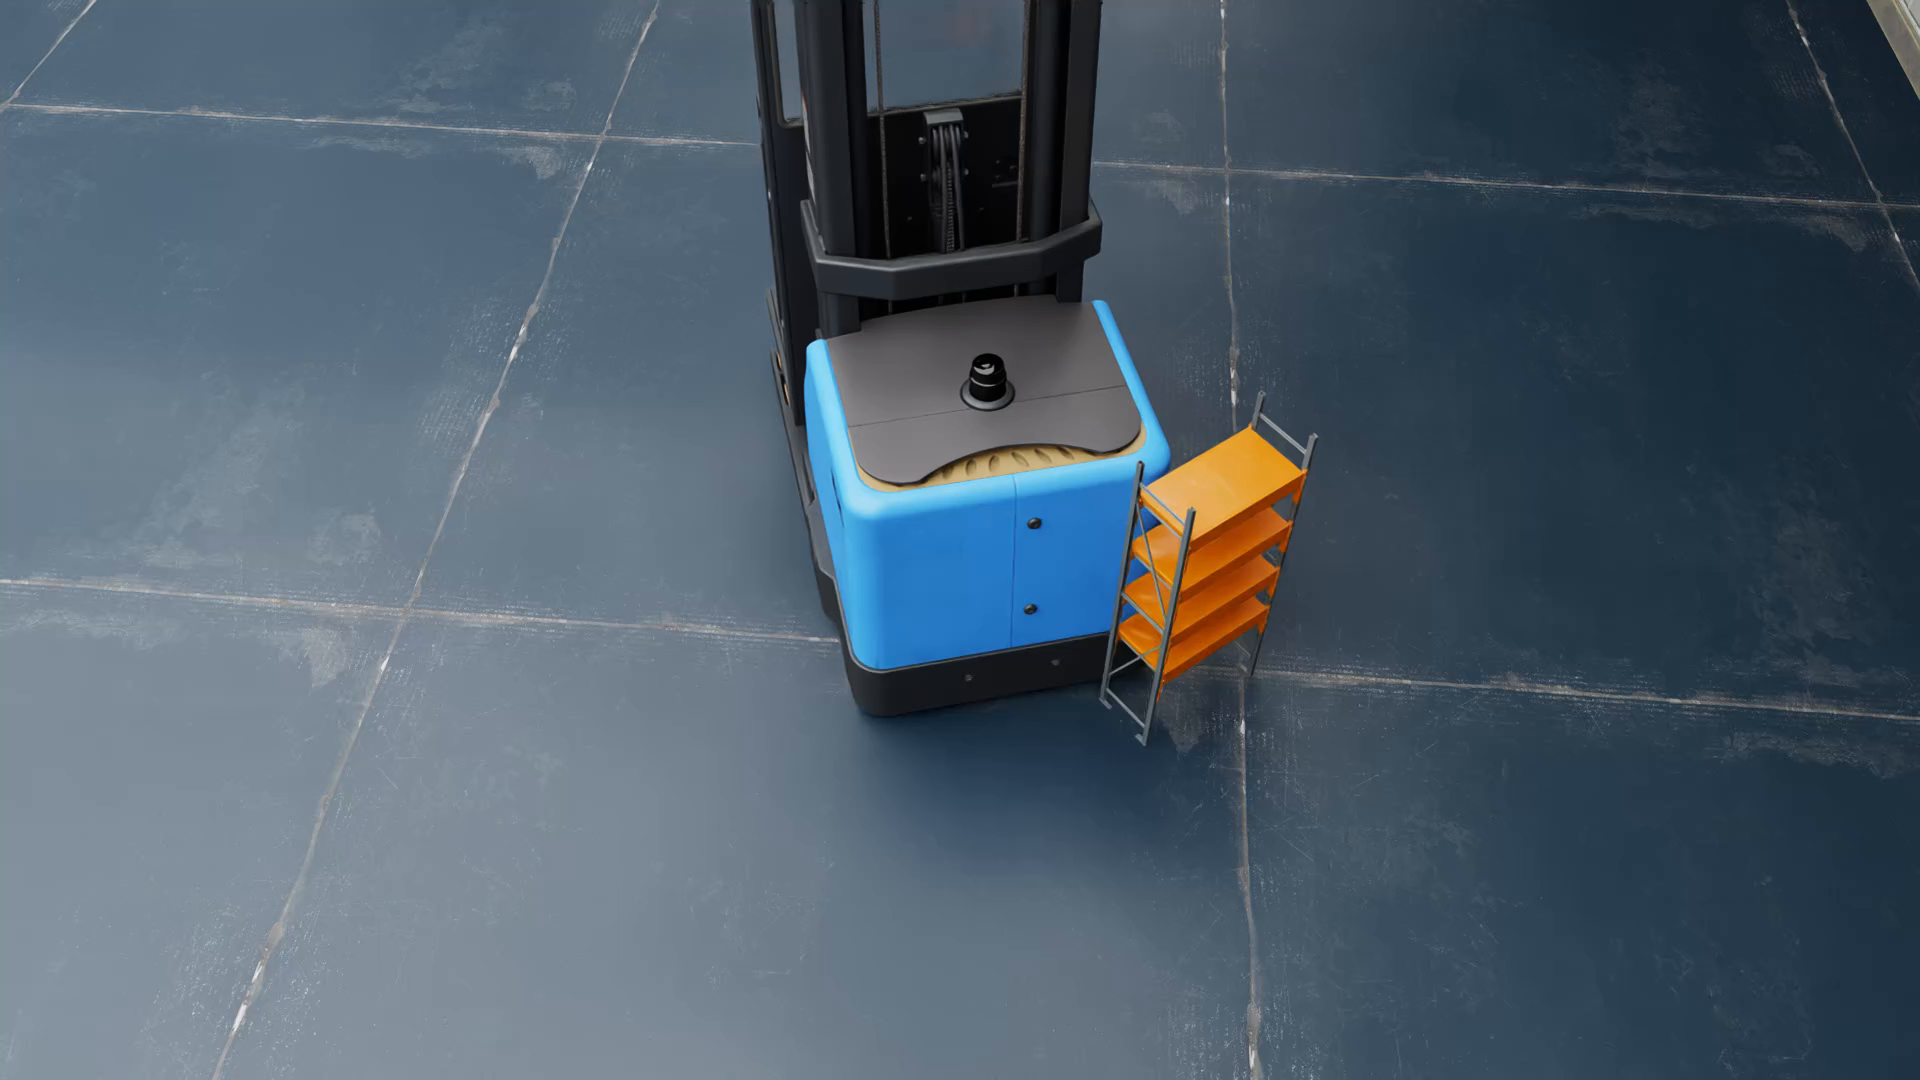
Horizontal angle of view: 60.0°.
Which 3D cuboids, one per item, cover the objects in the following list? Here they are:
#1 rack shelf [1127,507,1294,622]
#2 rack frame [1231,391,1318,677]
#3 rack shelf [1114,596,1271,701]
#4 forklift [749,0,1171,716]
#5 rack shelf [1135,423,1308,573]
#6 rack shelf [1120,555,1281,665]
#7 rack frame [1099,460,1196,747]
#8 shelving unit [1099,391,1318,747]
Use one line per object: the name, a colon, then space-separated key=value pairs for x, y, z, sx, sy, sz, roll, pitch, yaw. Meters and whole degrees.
rack shelf: x=0.772 y=0.022 z=5.197 sx=0.480 sy=0.148 sz=0.258 roll=-29 pitch=57 yaw=-24
rack frame: x=0.962 y=0.014 z=5.416 sx=0.015 sy=1.200 sz=0.240 roll=-29 pitch=57 yaw=-24
rack shelf: x=0.761 y=0.296 z=5.518 sx=0.480 sy=0.148 sz=0.258 roll=-29 pitch=57 yaw=-24
forklift: x=-0.153 y=-1.505 z=5.640 sx=1.130 sy=2.935 sz=3.031 roll=-9 pitch=48 yaw=-8
rack shelf: x=0.779 y=-0.131 z=5.017 sx=0.480 sy=0.148 sz=0.258 roll=-29 pitch=57 yaw=-24
rack shelf: x=0.766 y=0.167 z=5.367 sx=0.480 sy=0.148 sz=0.258 roll=-29 pitch=57 yaw=-24
rack frame: x=0.574 y=0.232 z=5.216 sx=0.015 sy=1.200 sz=0.240 roll=-29 pitch=57 yaw=-24
shelving unit: x=0.768 y=0.123 z=5.316 sx=0.503 sy=1.200 sz=0.258 roll=-29 pitch=57 yaw=-24
